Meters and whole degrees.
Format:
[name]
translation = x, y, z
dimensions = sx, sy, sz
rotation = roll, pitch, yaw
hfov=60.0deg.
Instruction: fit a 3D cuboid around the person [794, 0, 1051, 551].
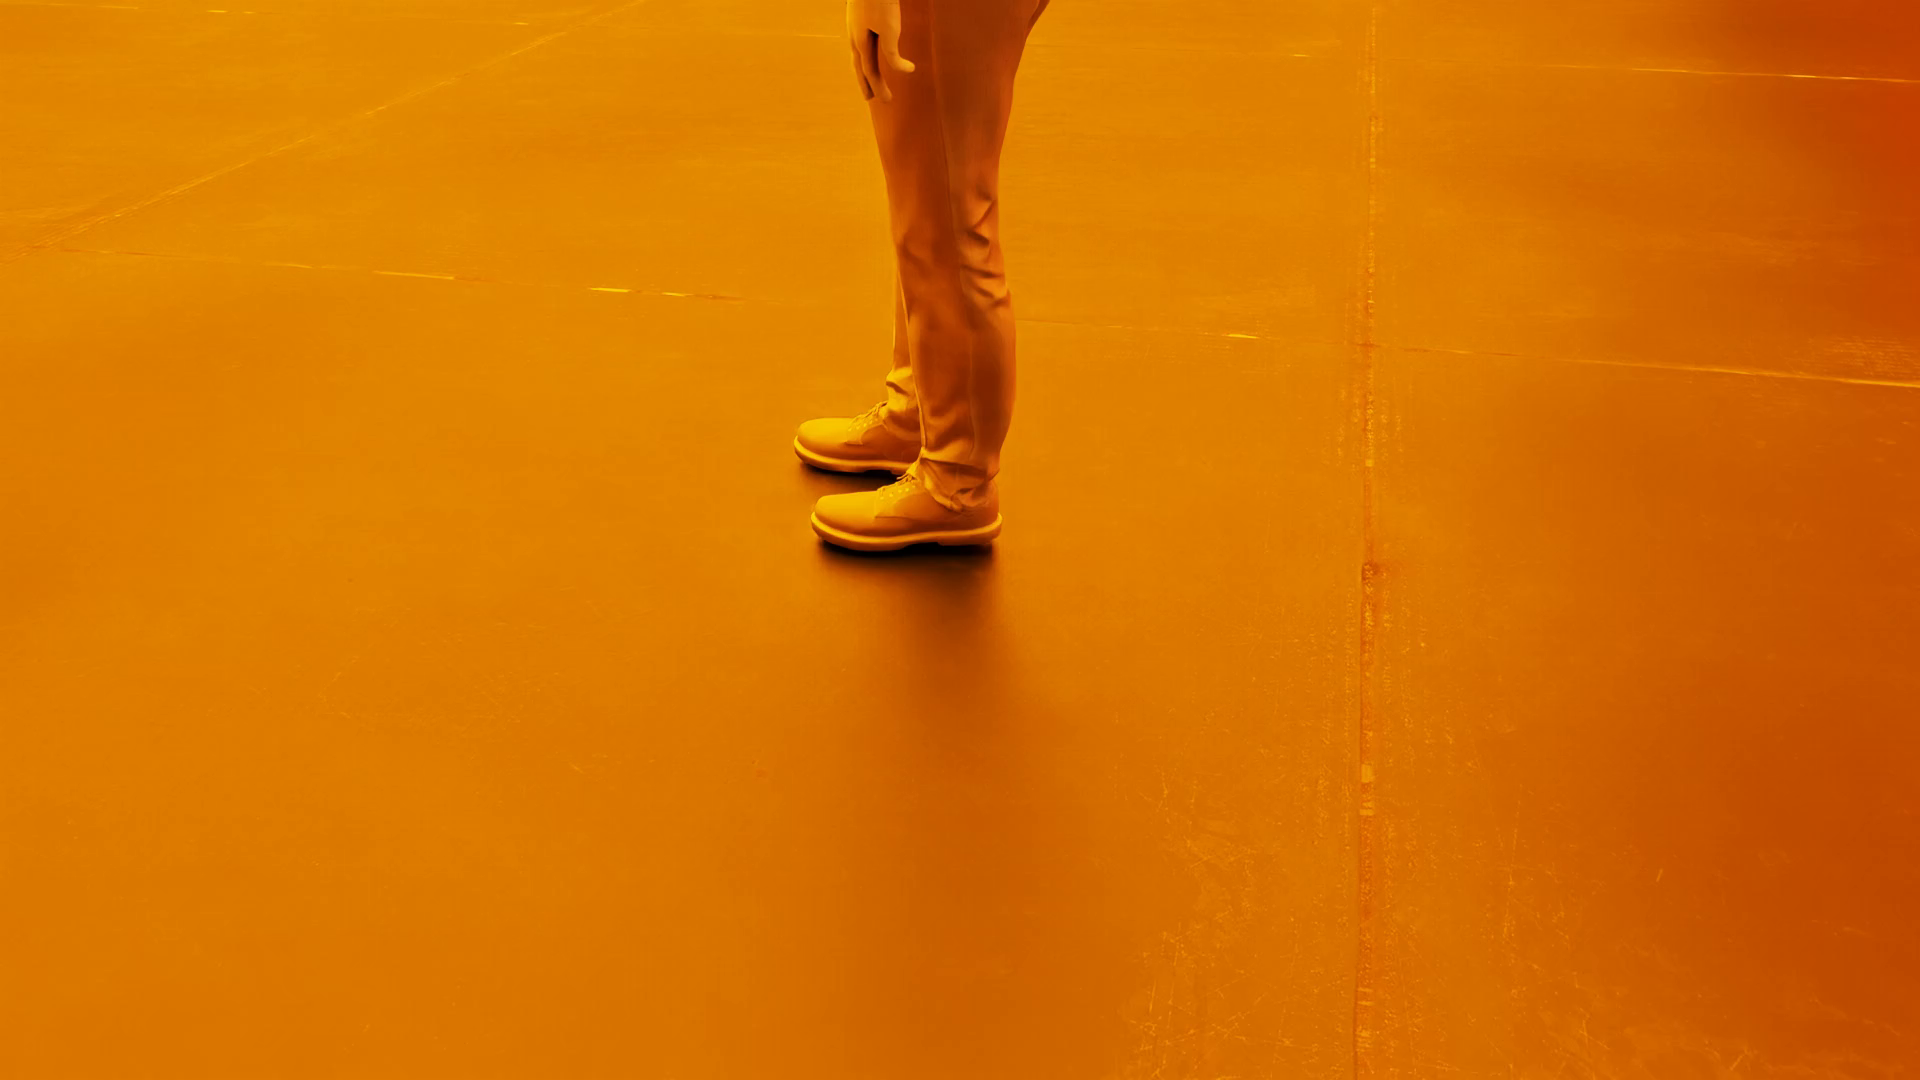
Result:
[person]
translation = -0.065, -0.773, 2.134
dimensions = 0.532, 1.694, 0.586
rotation = 6, 27, 11
